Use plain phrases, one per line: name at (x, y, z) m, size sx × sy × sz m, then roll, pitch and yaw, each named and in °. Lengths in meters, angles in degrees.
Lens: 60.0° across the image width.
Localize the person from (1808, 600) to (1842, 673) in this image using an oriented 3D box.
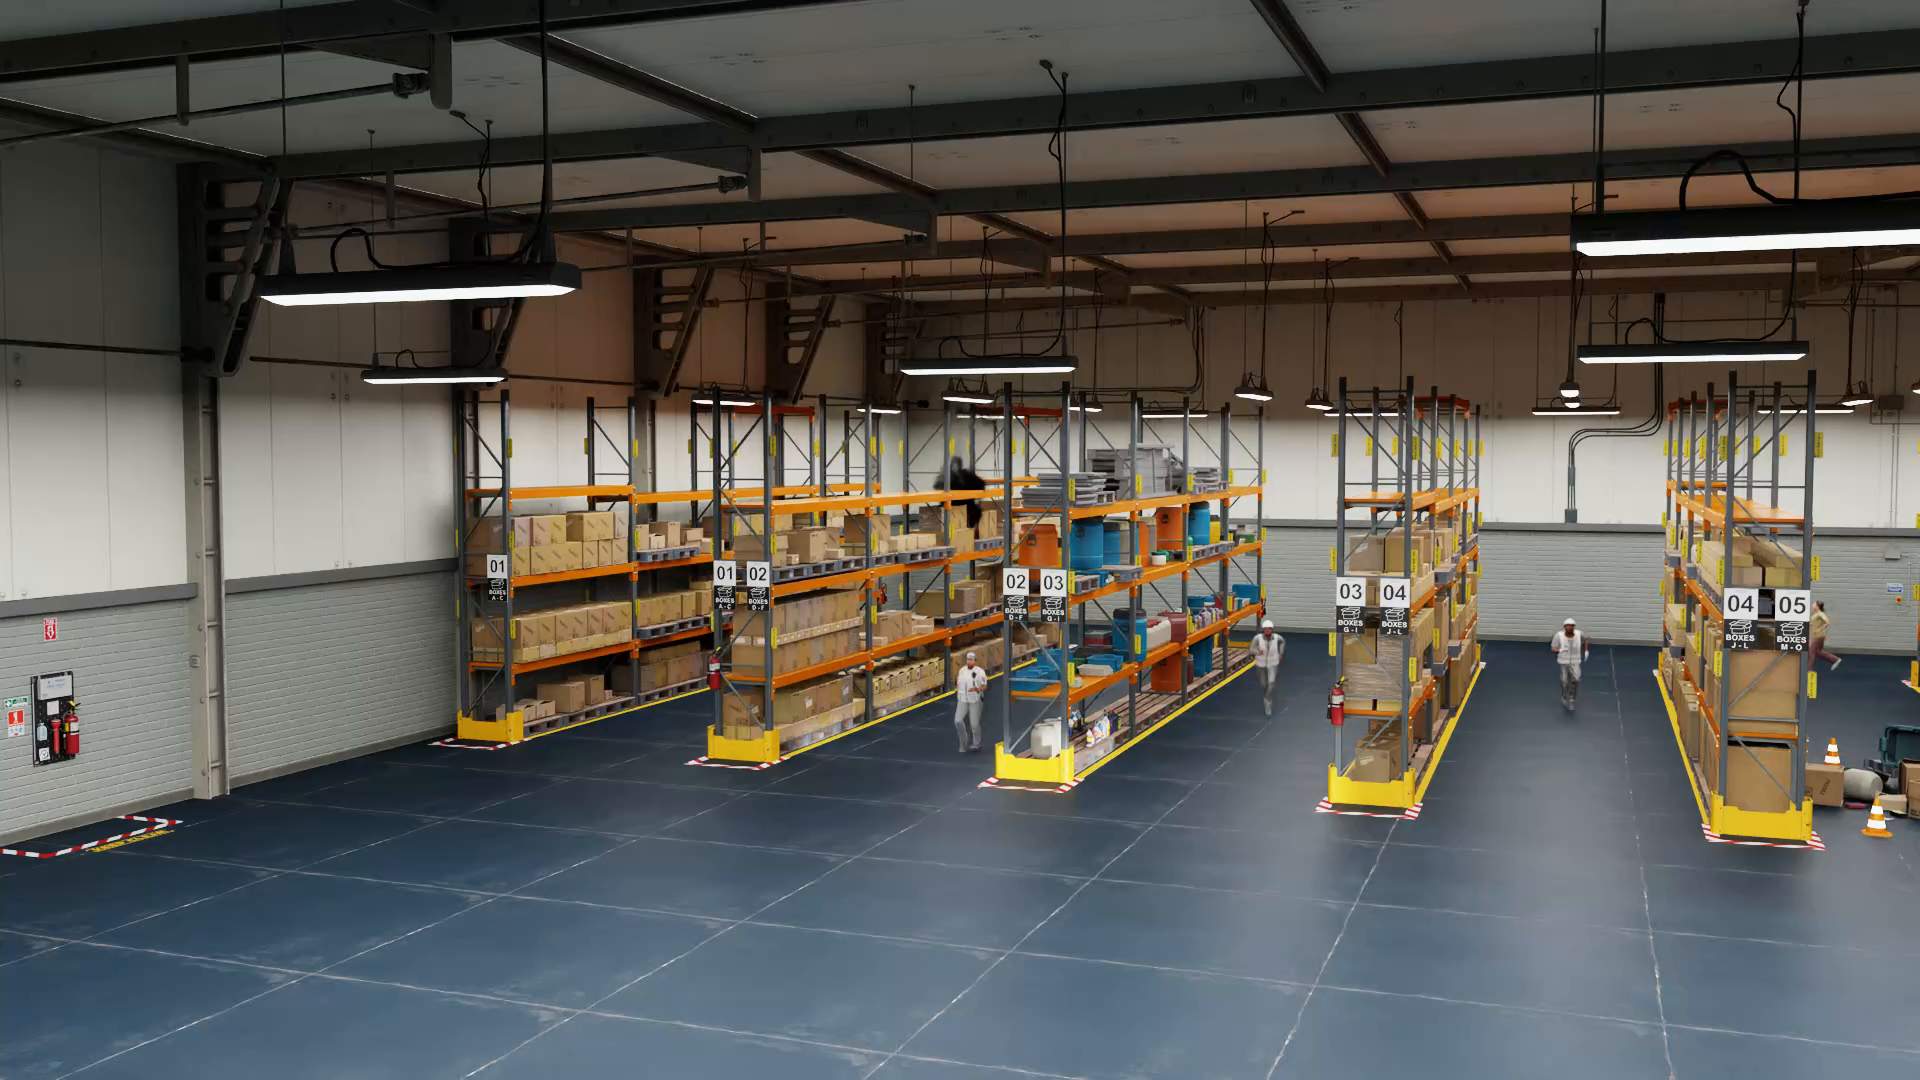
person at (19.005, 2.162, 36.694) m, size 0.895 × 1.669 × 0.587 m, roll 1°, pitch 3°, yaw 19°

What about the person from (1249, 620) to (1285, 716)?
person at (5.841, 2.395, 31.628) m, size 0.657 × 1.787 × 1.013 m, roll 1°, pitch 3°, yaw 14°

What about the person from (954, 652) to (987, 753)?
person at (0.159, 2.686, 27.330) m, size 0.574 × 1.677 × 0.675 m, roll 1°, pitch 3°, yaw 19°

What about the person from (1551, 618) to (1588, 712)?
person at (11.617, 2.371, 31.684) m, size 0.715 × 1.781 × 0.833 m, roll 1°, pitch 3°, yaw 12°
